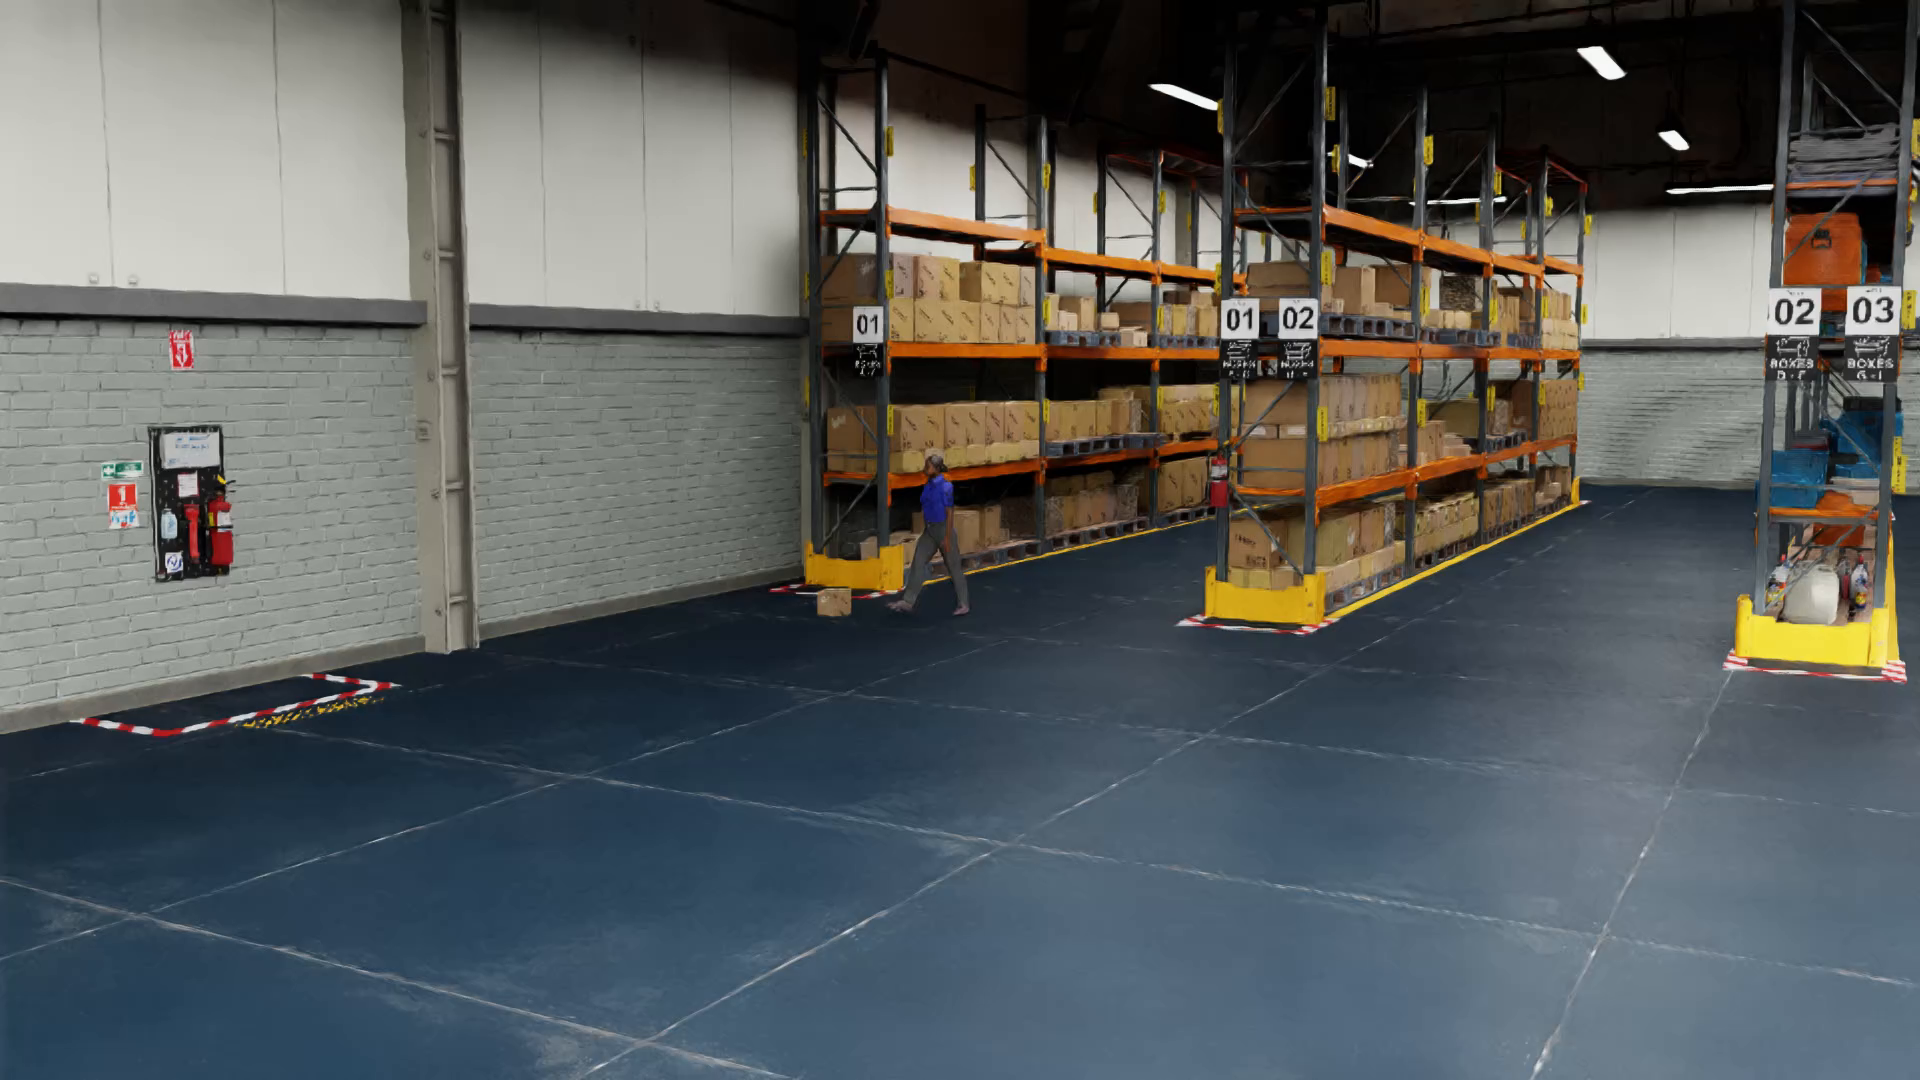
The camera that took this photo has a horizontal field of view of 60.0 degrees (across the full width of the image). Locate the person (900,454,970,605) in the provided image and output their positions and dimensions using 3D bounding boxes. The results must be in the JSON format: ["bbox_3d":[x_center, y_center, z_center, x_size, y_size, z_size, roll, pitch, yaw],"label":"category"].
[{"bbox_3d":[-0.230,-0.104,16.910,0.609,1.555,0.540,-5,8,-37],"label":"person"}]
